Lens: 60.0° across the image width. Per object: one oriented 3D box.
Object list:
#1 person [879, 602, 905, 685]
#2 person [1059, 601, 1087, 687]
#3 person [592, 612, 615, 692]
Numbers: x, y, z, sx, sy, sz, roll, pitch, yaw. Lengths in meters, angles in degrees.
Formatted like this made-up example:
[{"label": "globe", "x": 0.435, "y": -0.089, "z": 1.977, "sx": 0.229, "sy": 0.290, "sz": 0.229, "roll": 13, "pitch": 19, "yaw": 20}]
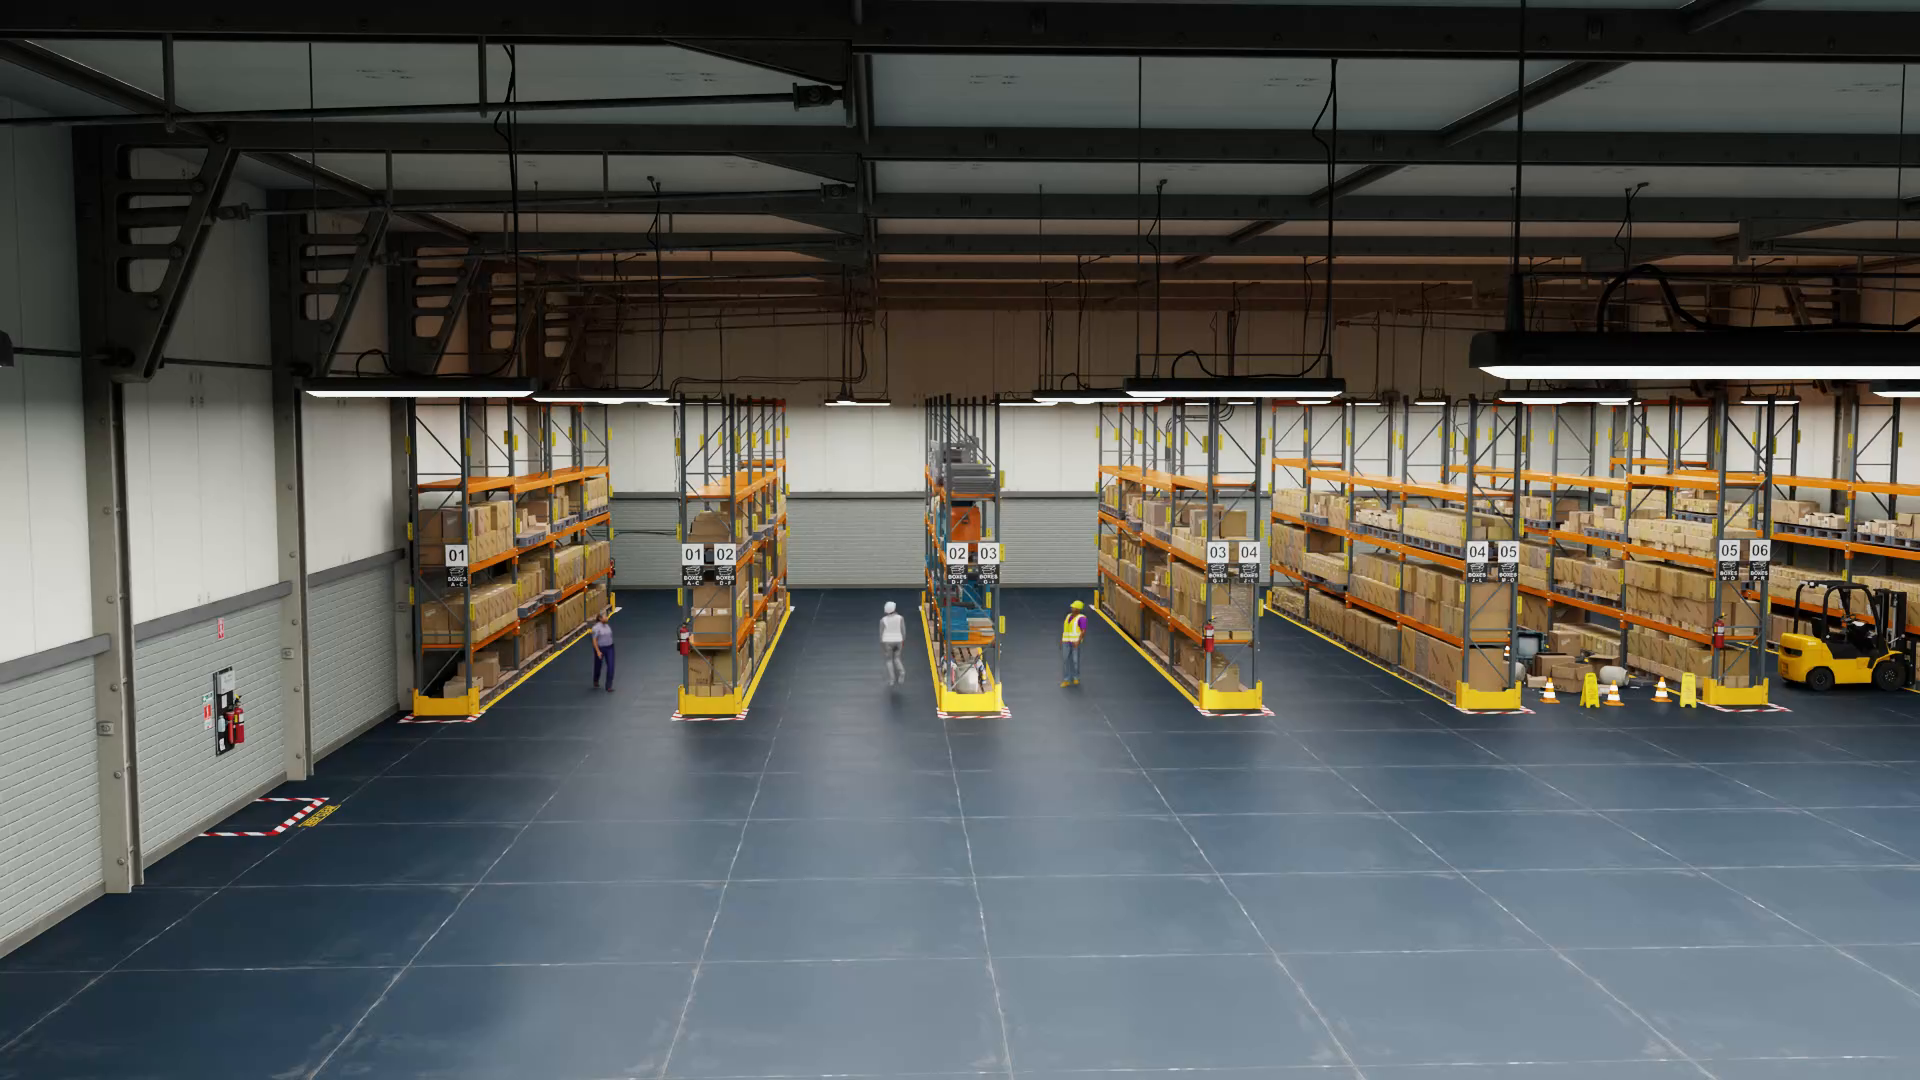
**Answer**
[{"label": "person", "x": -1.406, "y": 2.127, "z": 34.265, "sx": 0.549, "sy": 1.727, "sz": 0.563, "roll": -3, "pitch": 6, "yaw": -37}, {"label": "person", "x": 2.303, "y": 2.153, "z": 34.326, "sx": 0.631, "sy": 1.771, "sz": 0.614, "roll": 2, "pitch": 5, "yaw": 27}, {"label": "person", "x": -7.238, "y": 2.248, "z": 33.723, "sx": 0.465, "sy": 1.595, "sz": 0.846, "roll": -2, "pitch": 5, "yaw": -19}]
